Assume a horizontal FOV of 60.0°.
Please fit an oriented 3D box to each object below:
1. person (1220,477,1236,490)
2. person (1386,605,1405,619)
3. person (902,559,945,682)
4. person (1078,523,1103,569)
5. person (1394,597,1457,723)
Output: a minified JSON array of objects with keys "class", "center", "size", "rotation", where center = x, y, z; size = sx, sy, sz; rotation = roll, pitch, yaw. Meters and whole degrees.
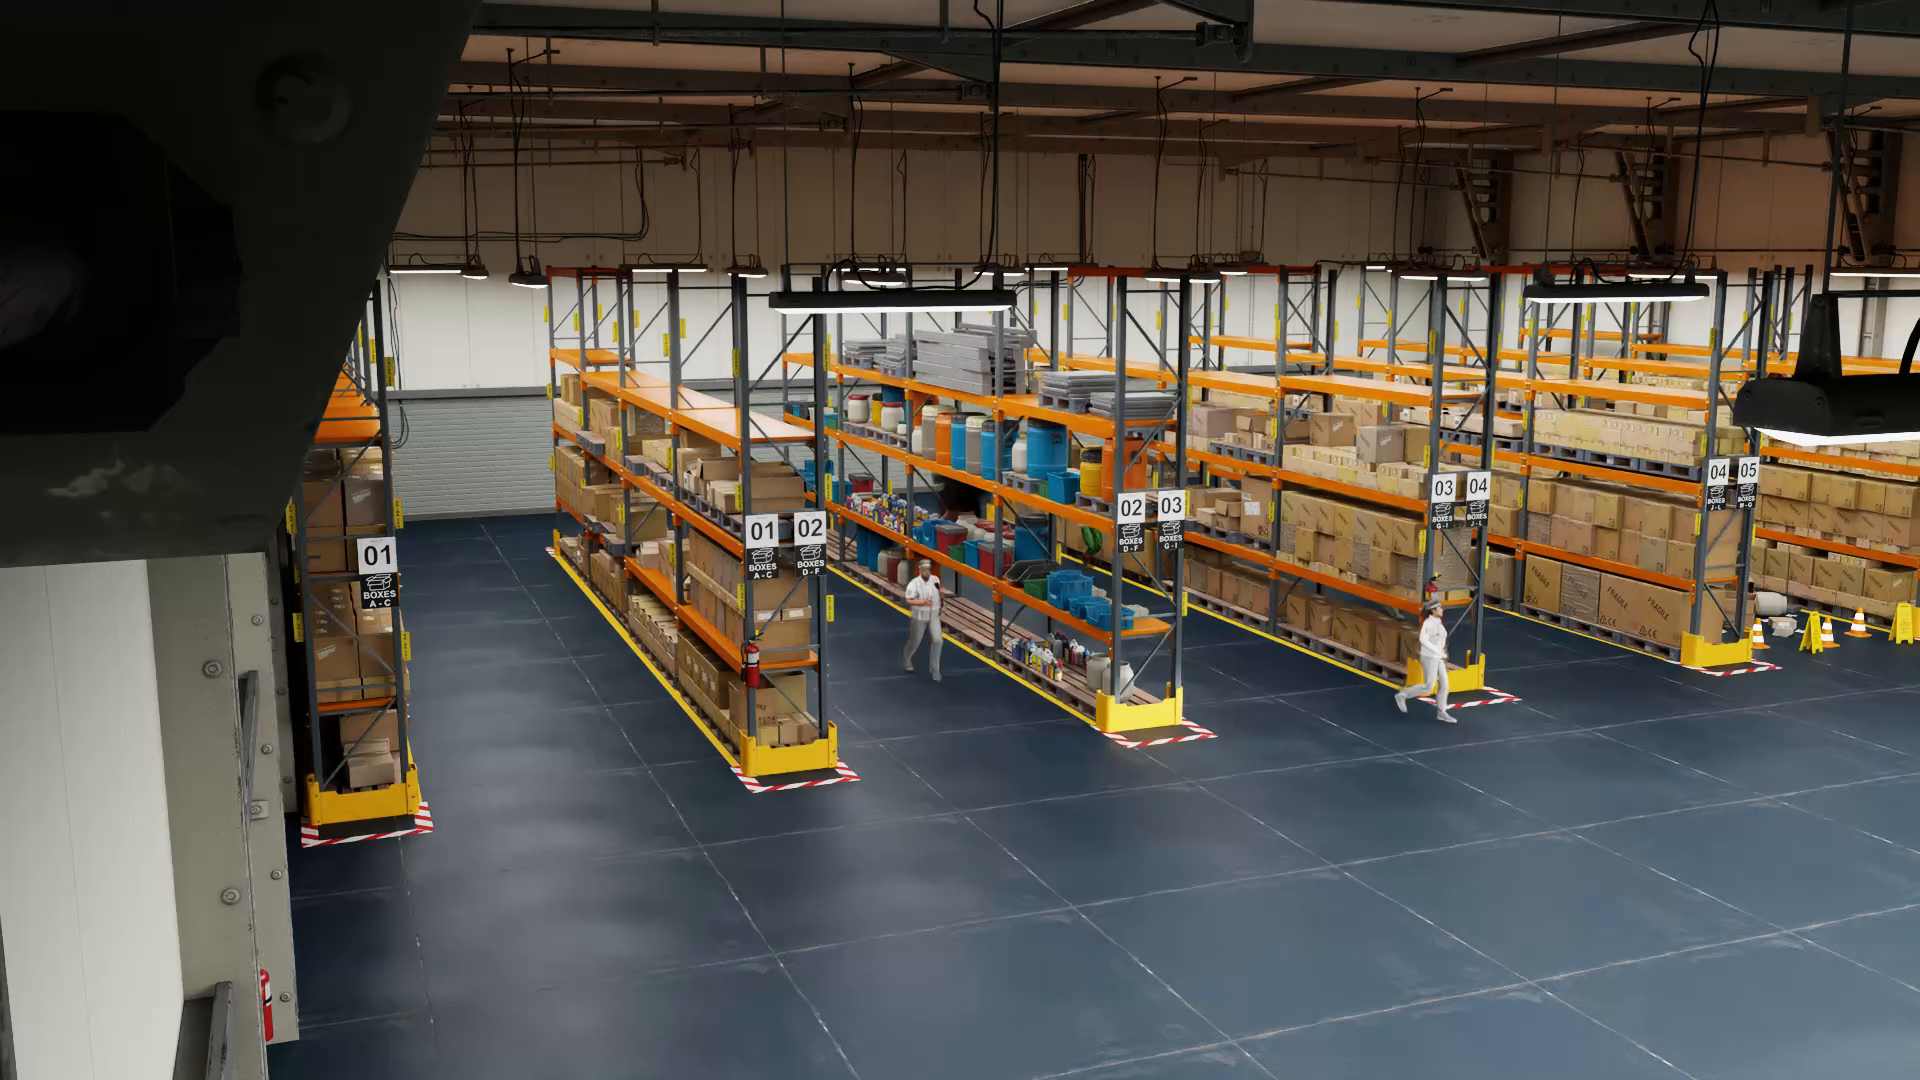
[{"class":"person","center":[6.653,-1.778,41.790],"size":[0.973,1.727,0.662],"rotation":[-6,12,-32]},{"class":"person","center":[7.662,0.545,28.733],"size":[0.550,1.654,0.544],"rotation":[-7,12,-33]},{"class":"person","center":[-0.534,1.170,24.882],"size":[0.669,1.848,0.925],"rotation":[-4,11,-23]},{"class":"person","center":[2.476,-0.262,31.788],"size":[0.651,1.741,0.581],"rotation":[-5,11,-27]},{"class":"person","center":[6.439,1.602,22.686],"size":[0.852,1.647,0.676],"rotation":[6,11,30]}]
